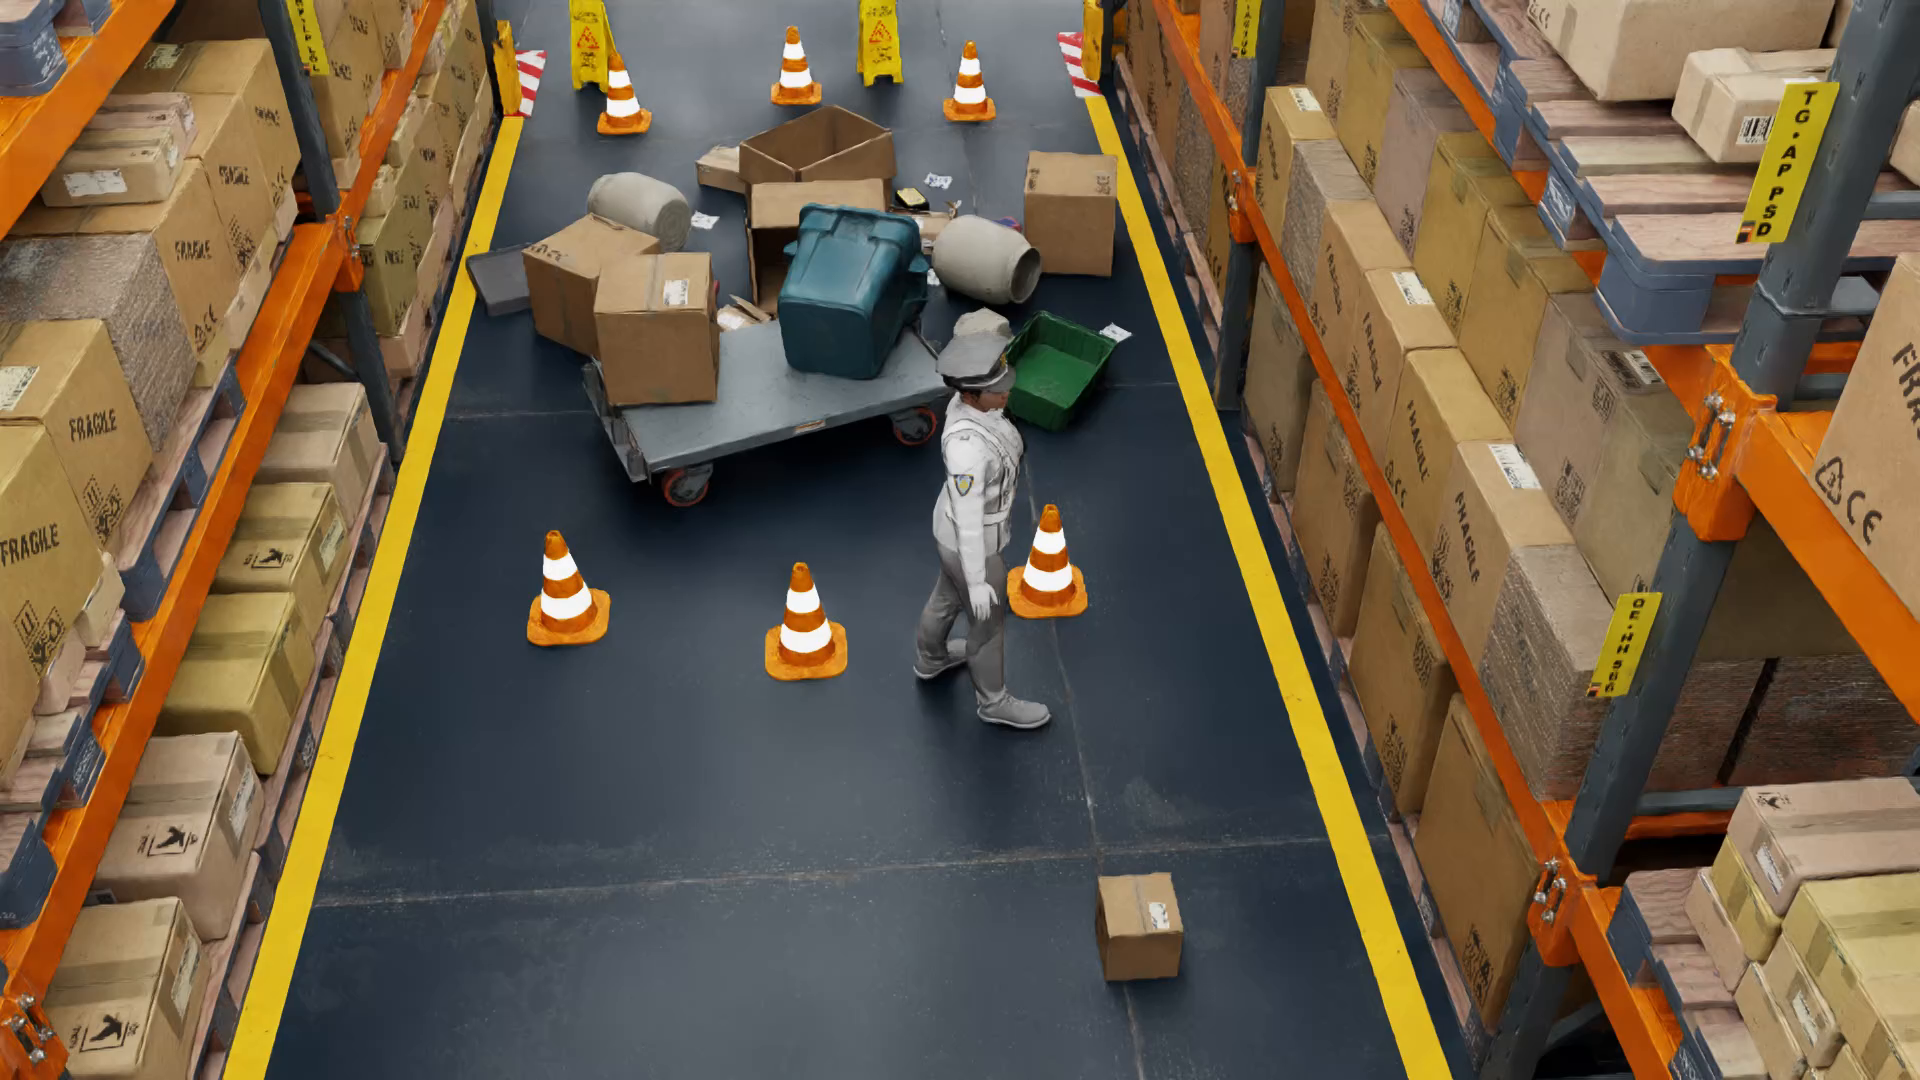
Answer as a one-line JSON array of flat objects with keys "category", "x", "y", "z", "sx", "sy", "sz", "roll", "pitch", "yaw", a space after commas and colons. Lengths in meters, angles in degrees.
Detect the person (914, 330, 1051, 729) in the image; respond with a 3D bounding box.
[{"category": "person", "x": 0.085, "y": -0.007, "z": 6.125, "sx": 0.550, "sy": 1.669, "sz": 0.631, "roll": 1, "pitch": 39, "yaw": 1}]
